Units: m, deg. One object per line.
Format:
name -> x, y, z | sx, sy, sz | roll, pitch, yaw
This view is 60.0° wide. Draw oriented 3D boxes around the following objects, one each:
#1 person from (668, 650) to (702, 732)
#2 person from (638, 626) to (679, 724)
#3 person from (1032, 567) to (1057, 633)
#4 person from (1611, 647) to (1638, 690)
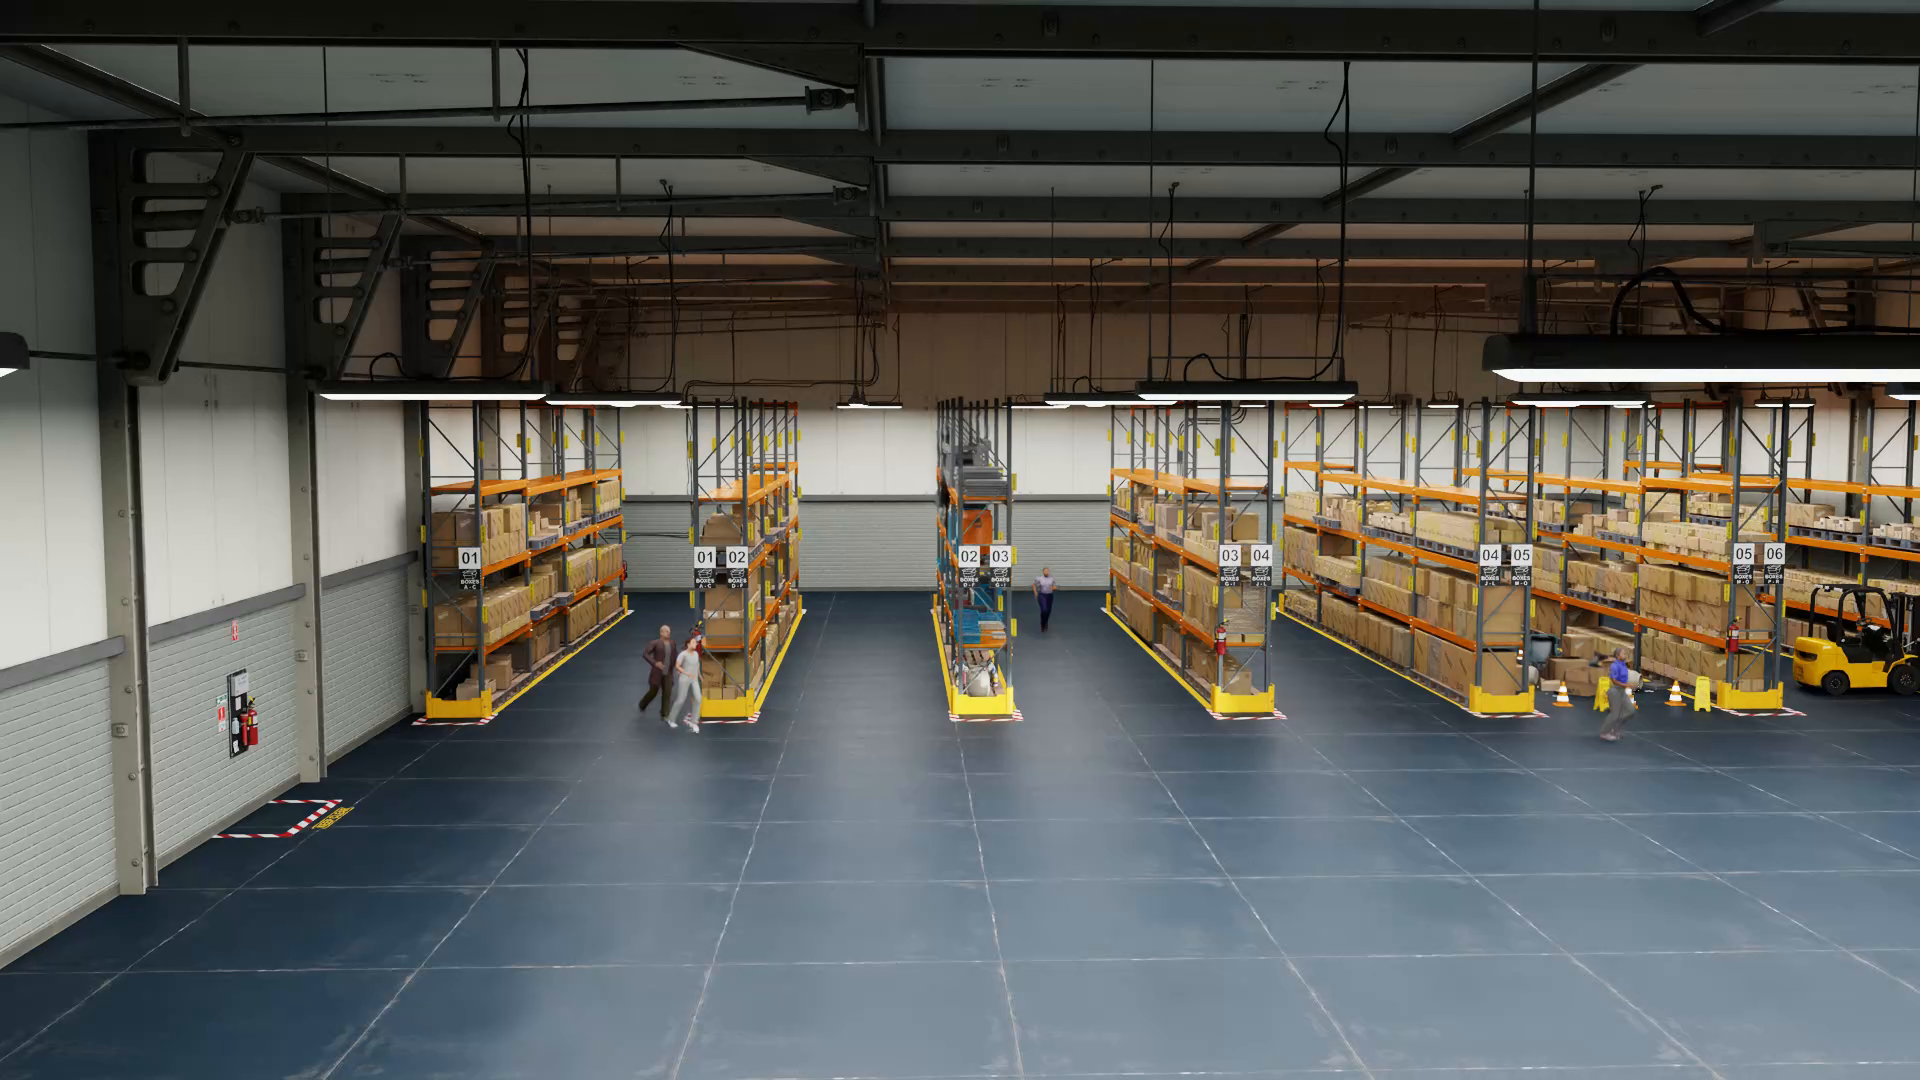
person -> -4.850, 2.693, 29.950 | 0.573, 1.427, 0.796 | -4, 6, -44
person -> -5.477, 2.461, 30.722 | 0.769, 1.745, 1.049 | -3, 5, -36
person -> 2.232, 1.562, 43.373 | 0.575, 1.711, 0.727 | -2, 5, -20
person -> 11.488, 2.278, 28.792 | 0.607, 0.834, 0.575 | -4, 6, -44
